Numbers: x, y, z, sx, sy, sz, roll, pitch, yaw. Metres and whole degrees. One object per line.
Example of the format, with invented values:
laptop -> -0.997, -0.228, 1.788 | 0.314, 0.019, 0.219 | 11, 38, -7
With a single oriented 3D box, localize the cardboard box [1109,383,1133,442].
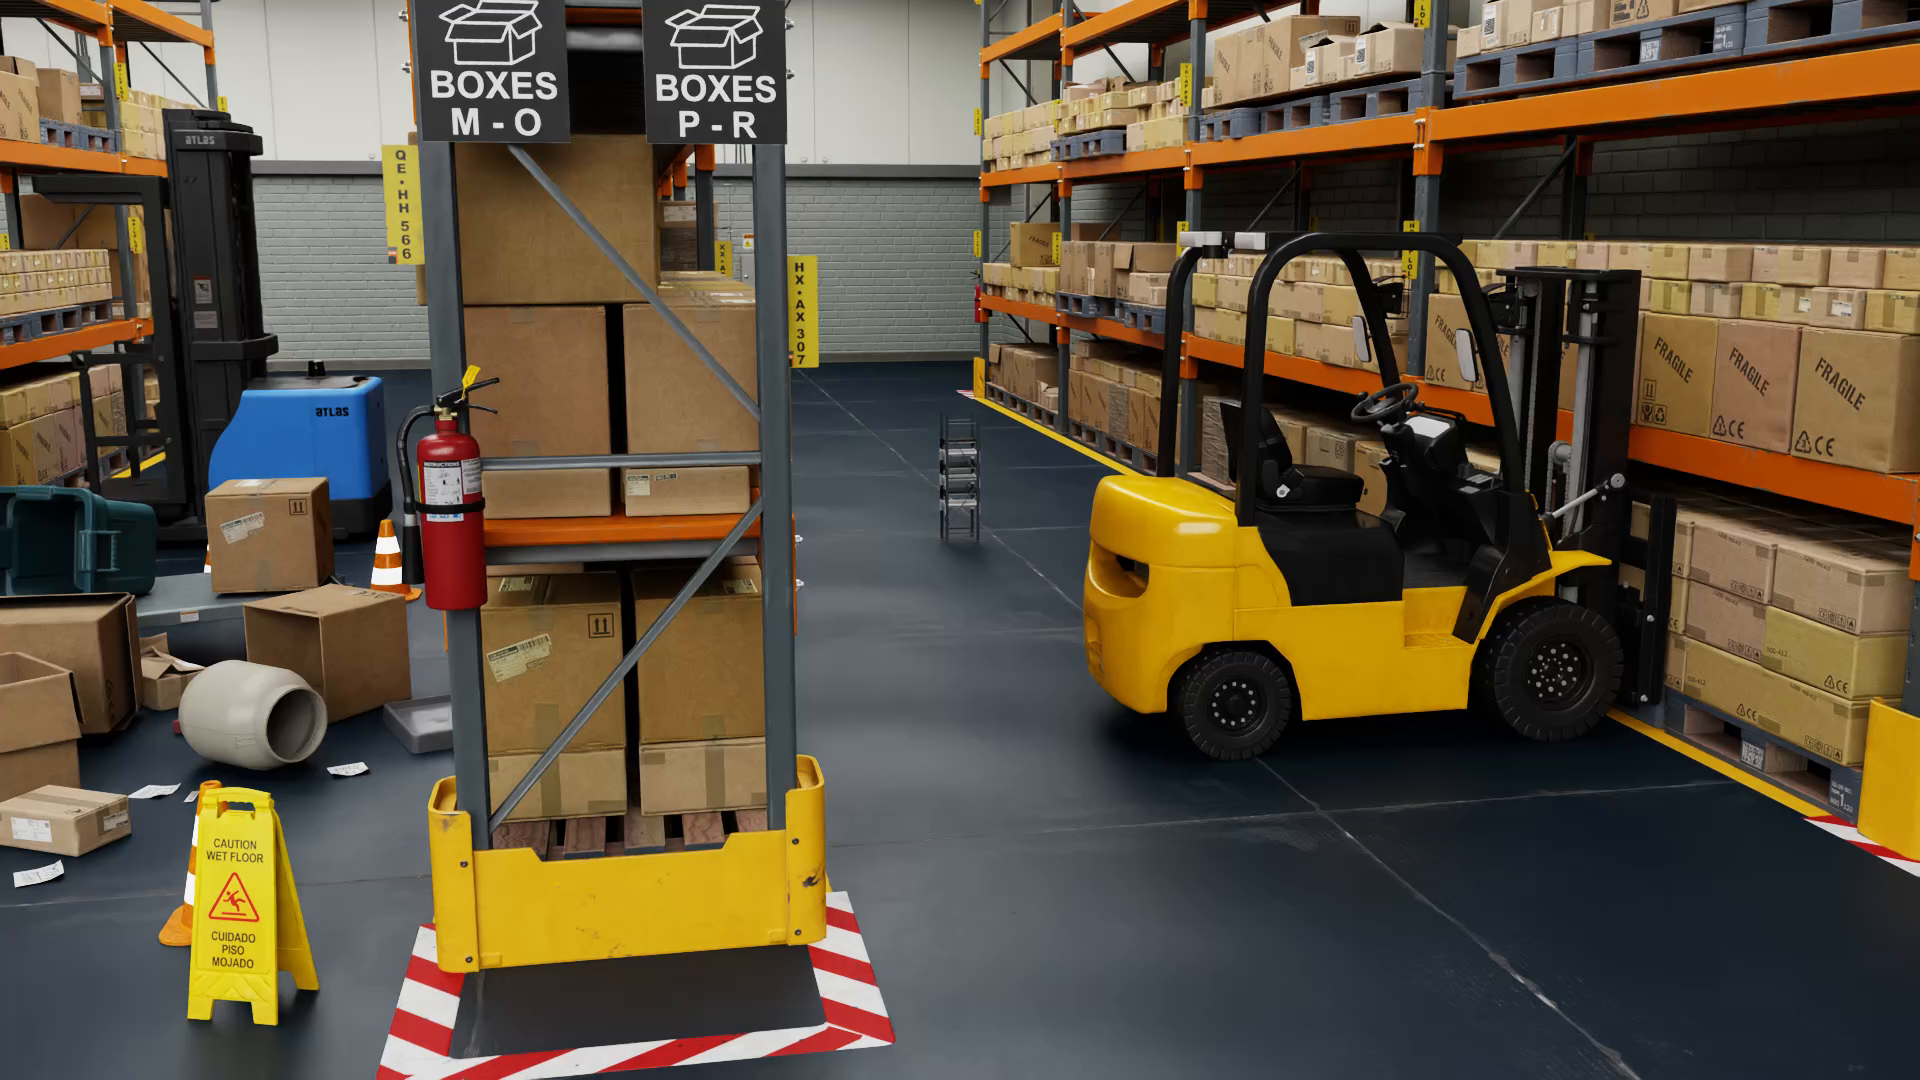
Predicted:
cardboard box -> 1.710, -1.203, 15.558 | 0.500, 0.500, 0.500 | -3, 11, -13

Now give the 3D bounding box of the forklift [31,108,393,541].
forklift -> -5.662, -1.460, 11.528 | 3.031, 2.935, 1.130 | -2, 11, -12

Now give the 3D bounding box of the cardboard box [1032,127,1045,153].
cardboard box -> 1.085, -4.326, 17.988 | 0.500, 0.250, 0.500 | -3, 11, -13

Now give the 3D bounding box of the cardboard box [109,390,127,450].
cardboard box -> -7.777, -1.078, 14.901 | 0.500, 0.500, 0.500 | -2, 11, -12

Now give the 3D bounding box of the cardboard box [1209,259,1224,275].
cardboard box -> 2.140, -2.122, 12.822 | 0.380, 0.149, 0.250 | -2, 11, -10

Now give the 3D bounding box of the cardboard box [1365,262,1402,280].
cardboard box -> 2.743, -1.655, 10.366 | 0.380, 0.149, 0.250 | -2, 11, -11

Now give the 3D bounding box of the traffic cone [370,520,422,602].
traffic cone -> -3.391, 0.112, 9.870 | 0.336, 0.463, 0.334 | -2, 11, -11

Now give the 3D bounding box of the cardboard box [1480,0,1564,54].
cardboard box -> 3.014, -2.663, 8.489 | 0.500, 0.311, 0.500 | -2, 11, -10

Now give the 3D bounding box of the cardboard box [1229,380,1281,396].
cardboard box -> 2.518, -1.276, 14.208 | 0.380, 0.149, 0.250 | -2, 11, -8

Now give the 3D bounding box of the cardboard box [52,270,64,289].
cardboard box -> -7.637, -2.148, 13.713 | 0.380, 0.149, 0.250 | -2, 11, -11

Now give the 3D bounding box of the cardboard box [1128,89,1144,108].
cardboard box -> 1.704, -3.905, 14.706 | 0.380, 0.149, 0.250 | -2, 11, -11

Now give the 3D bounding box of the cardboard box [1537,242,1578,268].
cardboard box -> 3.087, -1.395, 8.205 | 0.380, 0.149, 0.250 | -2, 11, -12

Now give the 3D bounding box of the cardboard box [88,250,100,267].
cardboard box -> -7.846, -2.486, 14.692 | 0.380, 0.149, 0.250 | -2, 11, -13

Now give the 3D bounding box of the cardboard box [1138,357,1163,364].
cardboard box -> 2.002, -1.754, 16.716 | 0.380, 0.149, 0.250 | -2, 11, -10

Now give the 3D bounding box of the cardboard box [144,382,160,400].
cardboard box -> -8.028, -1.448, 16.191 | 0.380, 0.149, 0.250 | -2, 11, -8

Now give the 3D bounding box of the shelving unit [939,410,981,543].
shelving unit -> -0.002, -0.444, 11.620 | 0.258, 0.900, 0.210 | -2, 11, -11

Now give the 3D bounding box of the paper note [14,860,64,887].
paper note -> -3.135, 1.133, 5.660 | 0.148, 0.019, 0.142 | -6, 13, -31

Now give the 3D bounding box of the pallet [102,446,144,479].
pallet -> -8.016, -0.714, 14.882 | 1.003, 0.211, 1.213 | -2, 11, -11

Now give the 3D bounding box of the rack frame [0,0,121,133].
rack frame -> -8.168, -5.173, 14.811 | 1.000, 3.000, 0.127 | -2, 11, -11

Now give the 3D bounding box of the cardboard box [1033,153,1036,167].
cardboard box -> 1.021, -4.201, 18.397 | 0.380, 0.149, 0.250 | -2, 11, -9

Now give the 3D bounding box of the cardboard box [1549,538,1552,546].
cardboard box -> 3.069, 0.045, 8.332 | 0.500, 0.250, 0.500 | -2, 11, -11

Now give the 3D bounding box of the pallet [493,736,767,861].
pallet -> -1.137, 0.982, 5.975 | 1.003, 0.211, 1.213 | -2, 11, -11

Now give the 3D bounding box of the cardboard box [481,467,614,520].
cardboard box -> -1.281, -0.161, 5.194 | 0.380, 0.149, 0.250 | -2, 11, -9

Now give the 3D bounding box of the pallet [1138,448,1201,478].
pallet -> 2.205, -0.641, 14.500 | 1.003, 0.211, 1.213 | -2, 11, -11

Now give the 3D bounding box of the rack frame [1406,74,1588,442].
rack frame -> 3.092, -1.139, 9.658 | 1.000, 3.000, 0.127 | -2, 11, -11

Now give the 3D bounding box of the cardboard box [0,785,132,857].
cardboard box -> -3.235, 1.010, 5.994 | 0.380, 0.149, 0.250 | 4, 11, 18

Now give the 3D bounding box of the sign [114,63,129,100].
sign -> -7.625, -4.168, 15.115 | 0.100, 0.325, 0.005 | -2, 11, -11

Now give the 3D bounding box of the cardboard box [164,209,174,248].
cardboard box -> -8.201, -3.193, 16.710 | 0.500, 0.500, 0.500 | -2, 11, -10

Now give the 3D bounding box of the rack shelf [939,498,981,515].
rack shelf -> -0.002, -0.234, 11.660 | 0.258, 0.077, 0.200 | -2, 11, -11

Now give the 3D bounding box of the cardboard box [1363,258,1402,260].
cardboard box -> 2.983, -1.860, 11.445 | 0.380, 0.149, 0.250 | -2, 11, -11

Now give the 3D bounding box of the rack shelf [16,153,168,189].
rack shelf -> -8.557, -3.713, 17.085 | 1.077, 0.370, 4.000 | -2, 11, -11

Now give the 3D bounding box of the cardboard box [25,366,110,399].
cardboard box -> -7.689, -1.351, 14.329 | 0.500, 0.250, 0.500 | -2, 11, -8

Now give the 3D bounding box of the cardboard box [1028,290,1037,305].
cardboard box -> 0.978, -2.721, 18.640 | 0.380, 0.149, 0.250 | -2, 11, -12

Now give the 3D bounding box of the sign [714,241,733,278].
sign -> -1.246, -1.404, 8.736 | 0.100, 0.325, 0.005 | -2, 11, -11

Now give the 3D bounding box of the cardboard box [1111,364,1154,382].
cardboard box -> 1.660, -1.590, 15.858 | 0.380, 0.149, 0.250 | -2, 11, -9

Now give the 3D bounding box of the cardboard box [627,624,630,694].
cardboard box -> -1.706, 0.499, 7.281 | 0.500, 0.250, 0.500 | -2, 11, -12

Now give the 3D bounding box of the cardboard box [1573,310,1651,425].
cardboard box -> 3.216, -0.816, 7.696 | 0.500, 0.500, 0.500 | -2, 11, -11

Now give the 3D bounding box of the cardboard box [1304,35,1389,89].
cardboard box -> 2.562, -3.089, 10.728 | 0.500, 0.311, 0.500 | -3, 11, -13

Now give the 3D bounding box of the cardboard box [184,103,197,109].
cardboard box -> -8.433, -4.611, 17.874 | 0.380, 0.149, 0.250 | -2, 11, -10

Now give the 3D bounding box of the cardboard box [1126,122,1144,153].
cardboard box -> 1.780, -3.542, 14.660 | 0.500, 0.250, 0.500 | -2, 11, -11

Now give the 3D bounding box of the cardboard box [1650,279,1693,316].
cardboard box -> 3.254, -1.061, 7.245 | 0.380, 0.149, 0.250 | -2, 11, -11

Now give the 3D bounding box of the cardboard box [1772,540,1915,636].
cardboard box -> 3.474, 0.175, 6.312 | 0.500, 0.250, 0.500 | -2, 11, -9

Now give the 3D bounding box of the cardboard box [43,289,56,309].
cardboard box -> -7.589, -1.956, 13.499 | 0.380, 0.149, 0.250 | -2, 11, -13

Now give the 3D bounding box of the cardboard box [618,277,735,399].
cardboard box -> -1.234, -0.891, 7.294 | 0.500, 0.500, 0.500 | -2, 11, -9

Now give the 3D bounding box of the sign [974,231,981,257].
sign -> 0.225, -3.745, 21.036 | 0.100, 0.325, 0.005 | -2, 11, -11

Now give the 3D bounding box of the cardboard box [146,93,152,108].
cardboard box -> -8.188, -4.321, 16.352 | 0.380, 0.149, 0.250 | -2, 11, -13

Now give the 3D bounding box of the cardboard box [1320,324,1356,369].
cardboard box -> 2.634, -1.240, 10.591 | 0.500, 0.250, 0.500 | -2, 11, -11

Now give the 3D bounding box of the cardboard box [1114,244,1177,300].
cardboard box -> 1.815, -2.422, 15.001 | 0.797, 0.503, 0.637 | -2, 11, -12

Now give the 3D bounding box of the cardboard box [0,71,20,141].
cardboard box -> -7.345, -3.221, 12.309 | 0.500, 0.500, 0.500 | -2, 11, -11

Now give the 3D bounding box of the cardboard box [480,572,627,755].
cardboard box -> -1.410, 0.415, 5.721 | 0.500, 0.500, 0.500 | -2, 11, -11

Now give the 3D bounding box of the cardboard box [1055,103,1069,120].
cardboard box -> 1.164, -4.287, 16.662 | 0.380, 0.149, 0.250 | -2, 11, -9

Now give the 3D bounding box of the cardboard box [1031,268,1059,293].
cardboard box -> 1.085, -2.854, 18.277 | 0.500, 0.250, 0.500 | -2, 11, -11

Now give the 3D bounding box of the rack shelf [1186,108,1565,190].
rack shelf -> 2.703, -2.626, 11.372 | 1.077, 0.370, 4.000 | -2, 11, -11
